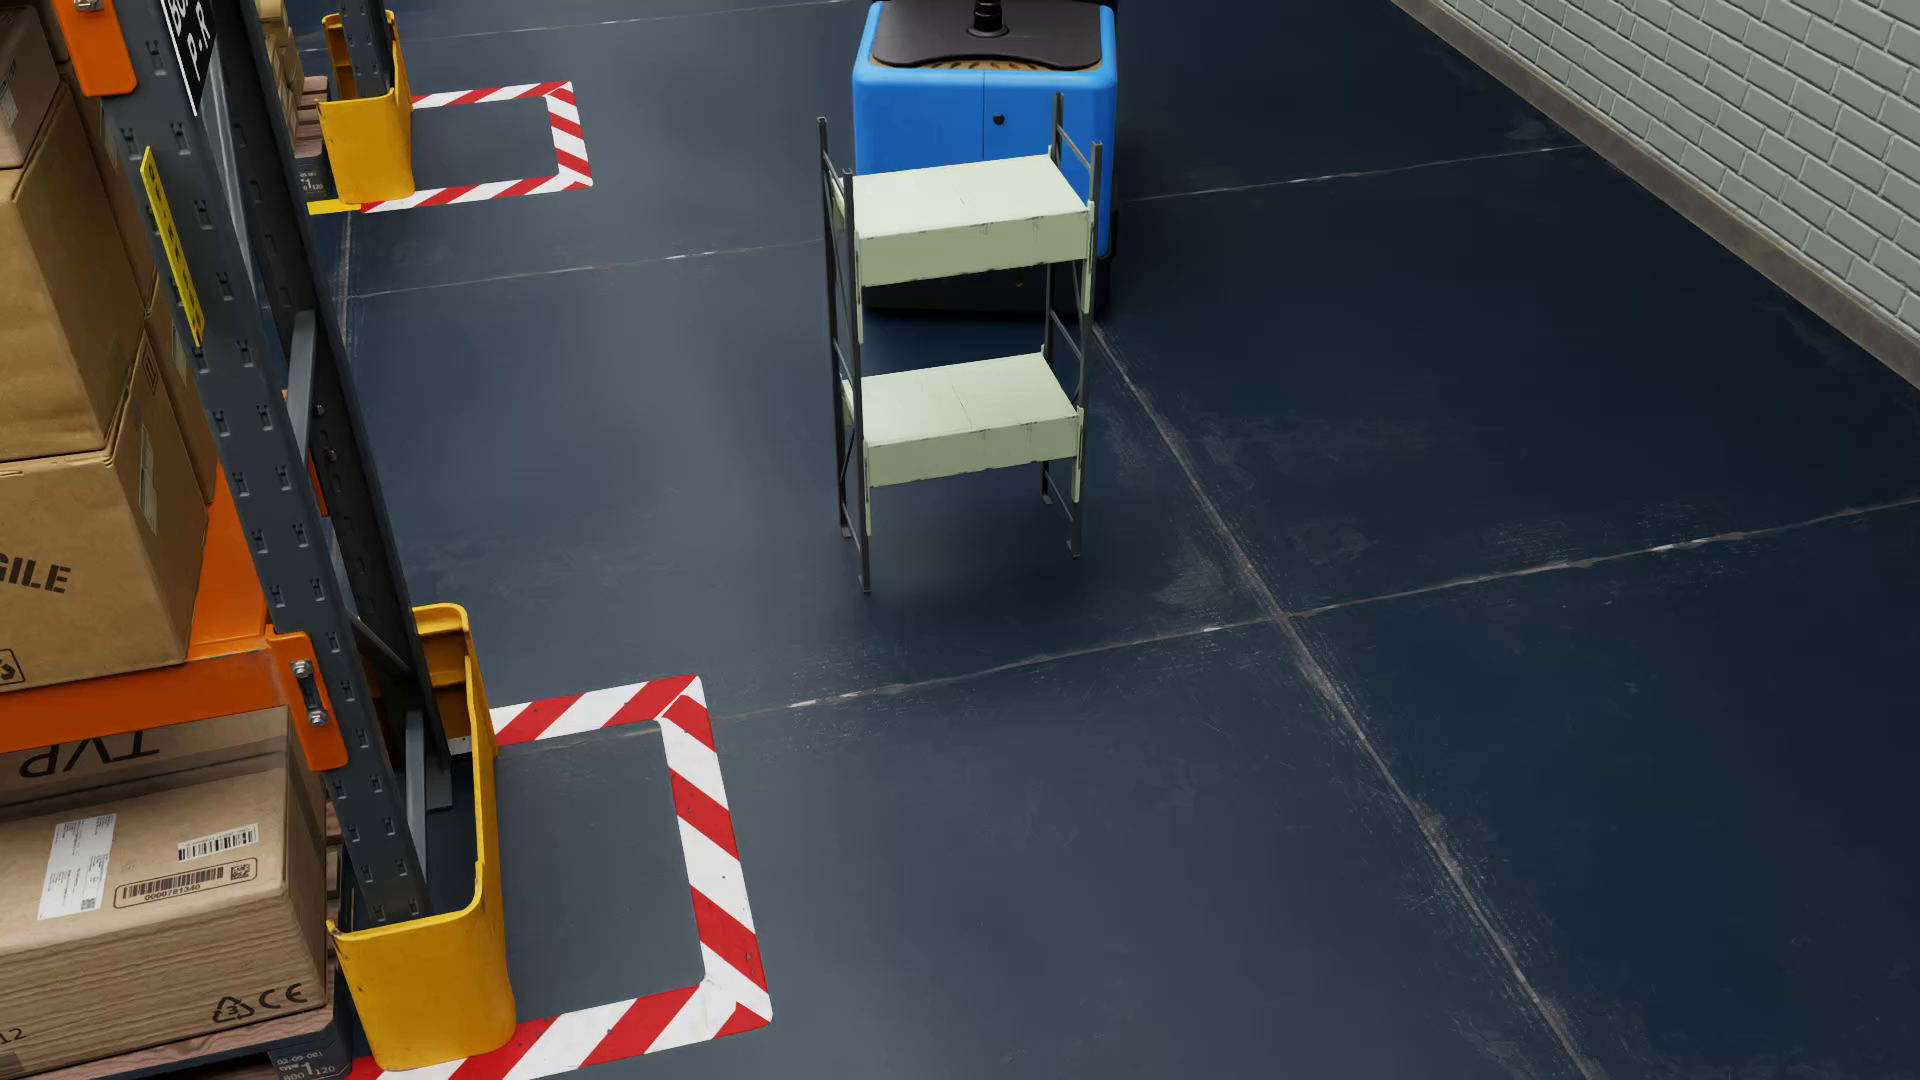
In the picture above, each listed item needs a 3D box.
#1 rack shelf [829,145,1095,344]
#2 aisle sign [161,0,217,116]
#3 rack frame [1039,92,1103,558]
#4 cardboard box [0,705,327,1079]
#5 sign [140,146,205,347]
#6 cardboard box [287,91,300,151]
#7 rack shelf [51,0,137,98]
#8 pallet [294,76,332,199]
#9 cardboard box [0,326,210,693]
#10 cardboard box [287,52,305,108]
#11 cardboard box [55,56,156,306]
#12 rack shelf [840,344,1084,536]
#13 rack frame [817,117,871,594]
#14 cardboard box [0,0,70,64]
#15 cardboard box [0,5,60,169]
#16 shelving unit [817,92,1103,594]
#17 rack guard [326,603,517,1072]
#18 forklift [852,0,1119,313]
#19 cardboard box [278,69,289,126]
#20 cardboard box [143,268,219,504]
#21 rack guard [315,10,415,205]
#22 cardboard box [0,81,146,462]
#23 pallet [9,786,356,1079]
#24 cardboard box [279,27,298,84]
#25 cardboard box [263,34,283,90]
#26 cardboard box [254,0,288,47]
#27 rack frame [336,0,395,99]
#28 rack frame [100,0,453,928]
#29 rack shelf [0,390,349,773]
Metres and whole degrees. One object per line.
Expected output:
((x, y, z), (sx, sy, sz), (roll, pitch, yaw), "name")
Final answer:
((-0.006, -0.905, 5.056), (0.720, 0.370, 0.431), (-9, 38, -12), "rack shelf")
((-1.285, -1.113, 2.597), (0.004, 0.787, 0.394), (-9, 38, -12), "aisle sign")
((0.347, -0.653, 5.369), (0.023, 1.500, 0.400), (-9, 38, -12), "rack frame")
((-2.047, 0.763, 4.047), (0.875, 0.438, 0.875), (-11, 39, -13), "cardboard box")
((-1.307, -0.485, 2.767), (0.005, 0.325, 0.100), (-9, 38, -12), "sign")
((-3.277, -1.968, 7.854), (0.250, 0.149, 0.380), (-9, 38, -11), "cardboard box")
((-3.366, -0.840, 2.503), (4.000, 0.370, 1.077), (-9, 38, -12), "rack shelf")
((-3.691, -1.911, 8.075), (1.213, 0.211, 1.003), (-9, 38, -12), "pallet")
((-1.832, -0.059, 3.276), (0.500, 0.500, 0.500), (-9, 38, -12), "cardboard box")
((-3.413, -2.278, 8.260), (0.250, 0.149, 0.380), (-9, 38, -11), "cardboard box")
((-1.973, -0.779, 3.395), (0.500, 0.500, 0.500), (-10, 39, -13), "cardboard box")
((-0.006, -0.336, 5.491), (0.720, 0.370, 0.431), (-9, 38, -12), "rack shelf")
((-0.360, -0.537, 5.217), (0.023, 1.500, 0.400), (-9, 38, -12), "rack frame")
((-1.850, -1.052, 3.217), (0.250, 0.149, 0.380), (-9, 38, -11), "cardboard box")
((-1.730, -0.771, 2.851), (0.250, 0.149, 0.380), (-9, 38, -11), "cardboard box")
((-0.006, -0.595, 5.293), (0.755, 1.500, 0.431), (-9, 38, -12), "shelving unit")
((-1.412, 0.738, 4.374), (0.348, 0.500, 1.175), (-9, 38, -12), "rack guard")
((0.167, -2.973, 7.224), (1.130, 2.935, 3.031), (2, 37, 2), "forklift")
((-3.259, -2.040, 7.704), (0.250, 0.149, 0.380), (-10, 39, -13), "cardboard box")
((-1.974, -0.383, 3.700), (0.500, 0.500, 0.500), (-10, 38, -12), "cardboard box")
((-2.897, -2.134, 8.128), (0.348, 0.500, 1.175), (-9, 38, -12), "rack guard")
((-1.839, -0.472, 2.993), (0.500, 0.500, 0.500), (-8, 38, -10), "cardboard box")
((-2.187, 1.029, 4.231), (1.213, 0.211, 1.003), (-9, 38, -12), "pallet")
((-3.396, -2.359, 8.121), (0.250, 0.149, 0.380), (-8, 38, -10), "cardboard box")
((-3.269, -2.177, 7.638), (0.250, 0.149, 0.380), (-9, 38, -11), "cardboard box")
((-3.418, -2.526, 8.094), (0.250, 0.149, 0.380), (-11, 39, -14), "cardboard box")
((-2.824, -3.139, 7.384), (0.127, 3.000, 1.000), (-9, 38, -12), "rack frame")
((-1.435, -0.251, 3.610), (0.127, 3.000, 1.000), (-9, 38, -12), "rack frame")
((-3.366, 0.351, 3.414), (4.000, 0.370, 1.077), (-9, 38, -12), "rack shelf")
